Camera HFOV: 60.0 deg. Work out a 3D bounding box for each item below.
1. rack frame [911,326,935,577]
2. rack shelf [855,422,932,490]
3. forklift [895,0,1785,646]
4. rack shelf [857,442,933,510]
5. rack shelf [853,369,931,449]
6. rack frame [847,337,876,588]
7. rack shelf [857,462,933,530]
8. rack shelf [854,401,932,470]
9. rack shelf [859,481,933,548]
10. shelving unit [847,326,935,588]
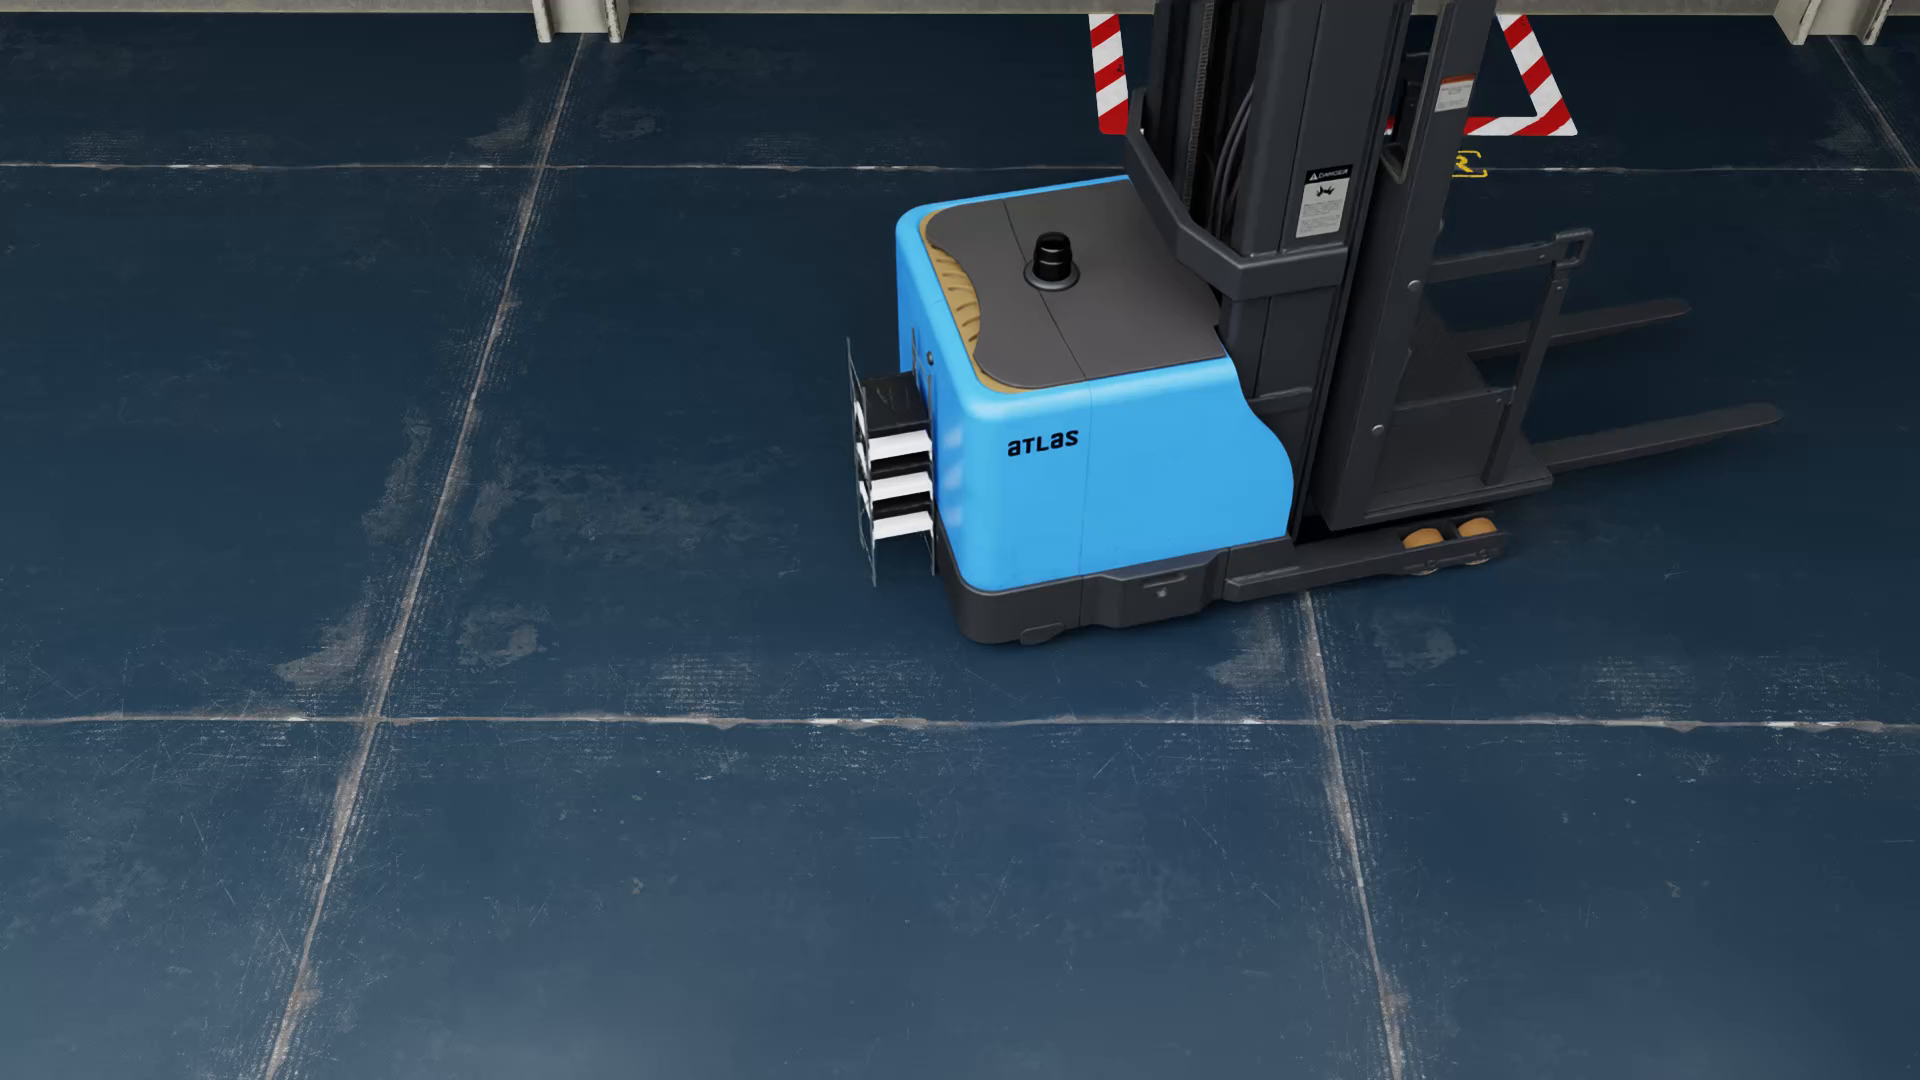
[{"bbox_3d":[-0.117,-0.268,5.384,0.006,0.900,0.240,-11,48,-10],"label":"rack frame"},{"bbox_3d":[-0.216,-0.288,5.326,0.200,0.077,0.258,-11,48,-10],"label":"rack shelf"},{"bbox_3d":[1.356,-1.245,4.906,3.031,2.935,1.130,-11,48,-10],"label":"forklift"},{"bbox_3d":[-0.216,-0.227,5.392,0.200,0.077,0.258,-11,48,-10],"label":"rack shelf"},{"bbox_3d":[-0.216,-0.411,5.194,0.200,0.077,0.258,-11,48,-10],"label":"rack shelf"},{"bbox_3d":[-0.314,-0.231,5.350,0.006,0.900,0.240,-11,48,-10],"label":"rack frame"},{"bbox_3d":[-0.216,-0.165,5.458,0.200,0.077,0.258,-11,48,-10],"label":"rack shelf"},{"bbox_3d":[-0.216,-0.349,5.260,0.200,0.077,0.258,-11,48,-10],"label":"rack shelf"},{"bbox_3d":[-0.216,-0.104,5.523,0.200,0.077,0.258,-11,48,-10],"label":"rack shelf"},{"bbox_3d":[-0.216,-0.249,5.367,0.210,0.900,0.258,-11,48,-10],"label":"shelving unit"}]
